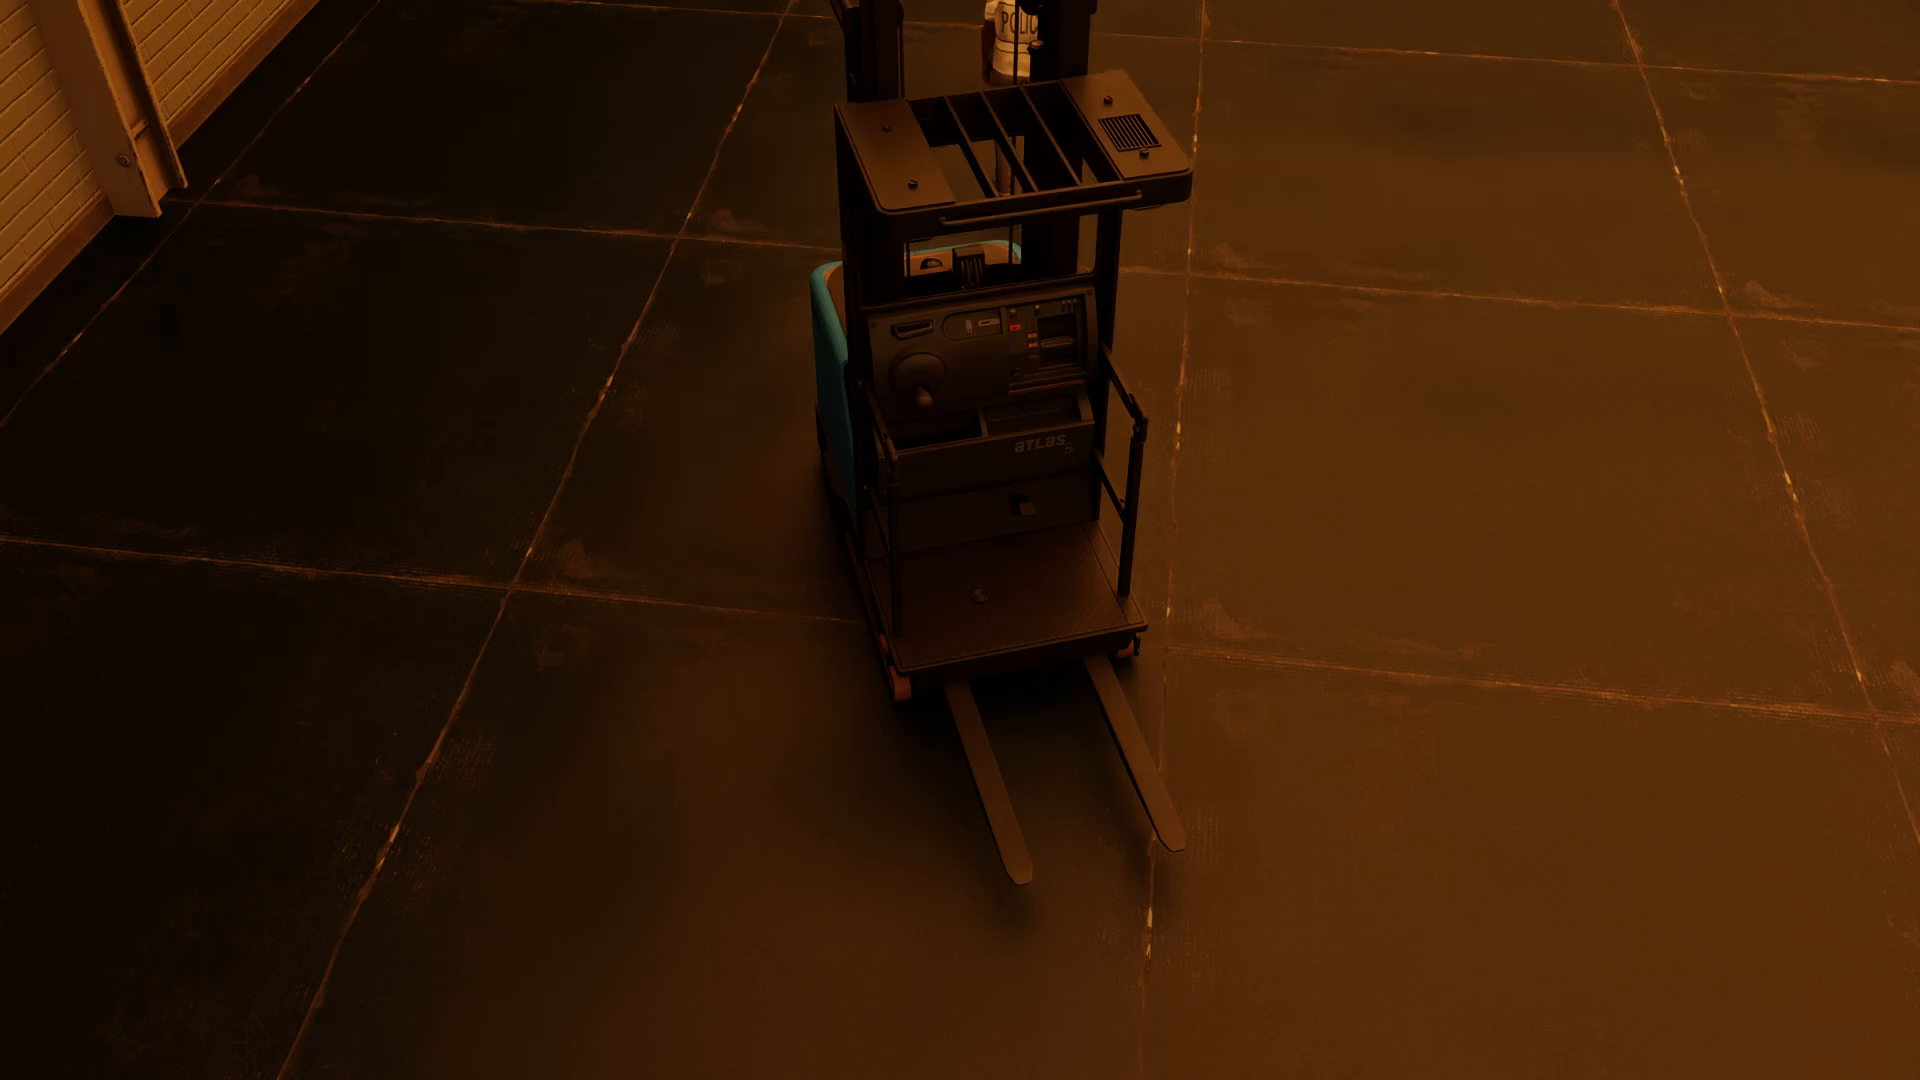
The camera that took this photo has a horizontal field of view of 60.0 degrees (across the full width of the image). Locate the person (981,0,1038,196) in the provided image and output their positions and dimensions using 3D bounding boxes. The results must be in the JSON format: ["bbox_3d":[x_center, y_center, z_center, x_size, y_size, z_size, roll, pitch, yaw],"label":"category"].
[{"bbox_3d":[0.388,-2.766,9.675,0.532,1.662,0.396,4,43,4],"label":"person"}]

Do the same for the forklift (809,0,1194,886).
[{"bbox_3d":[0.153,-0.681,6.465,1.130,2.935,3.031,-10,44,-11],"label":"forklift"}]
